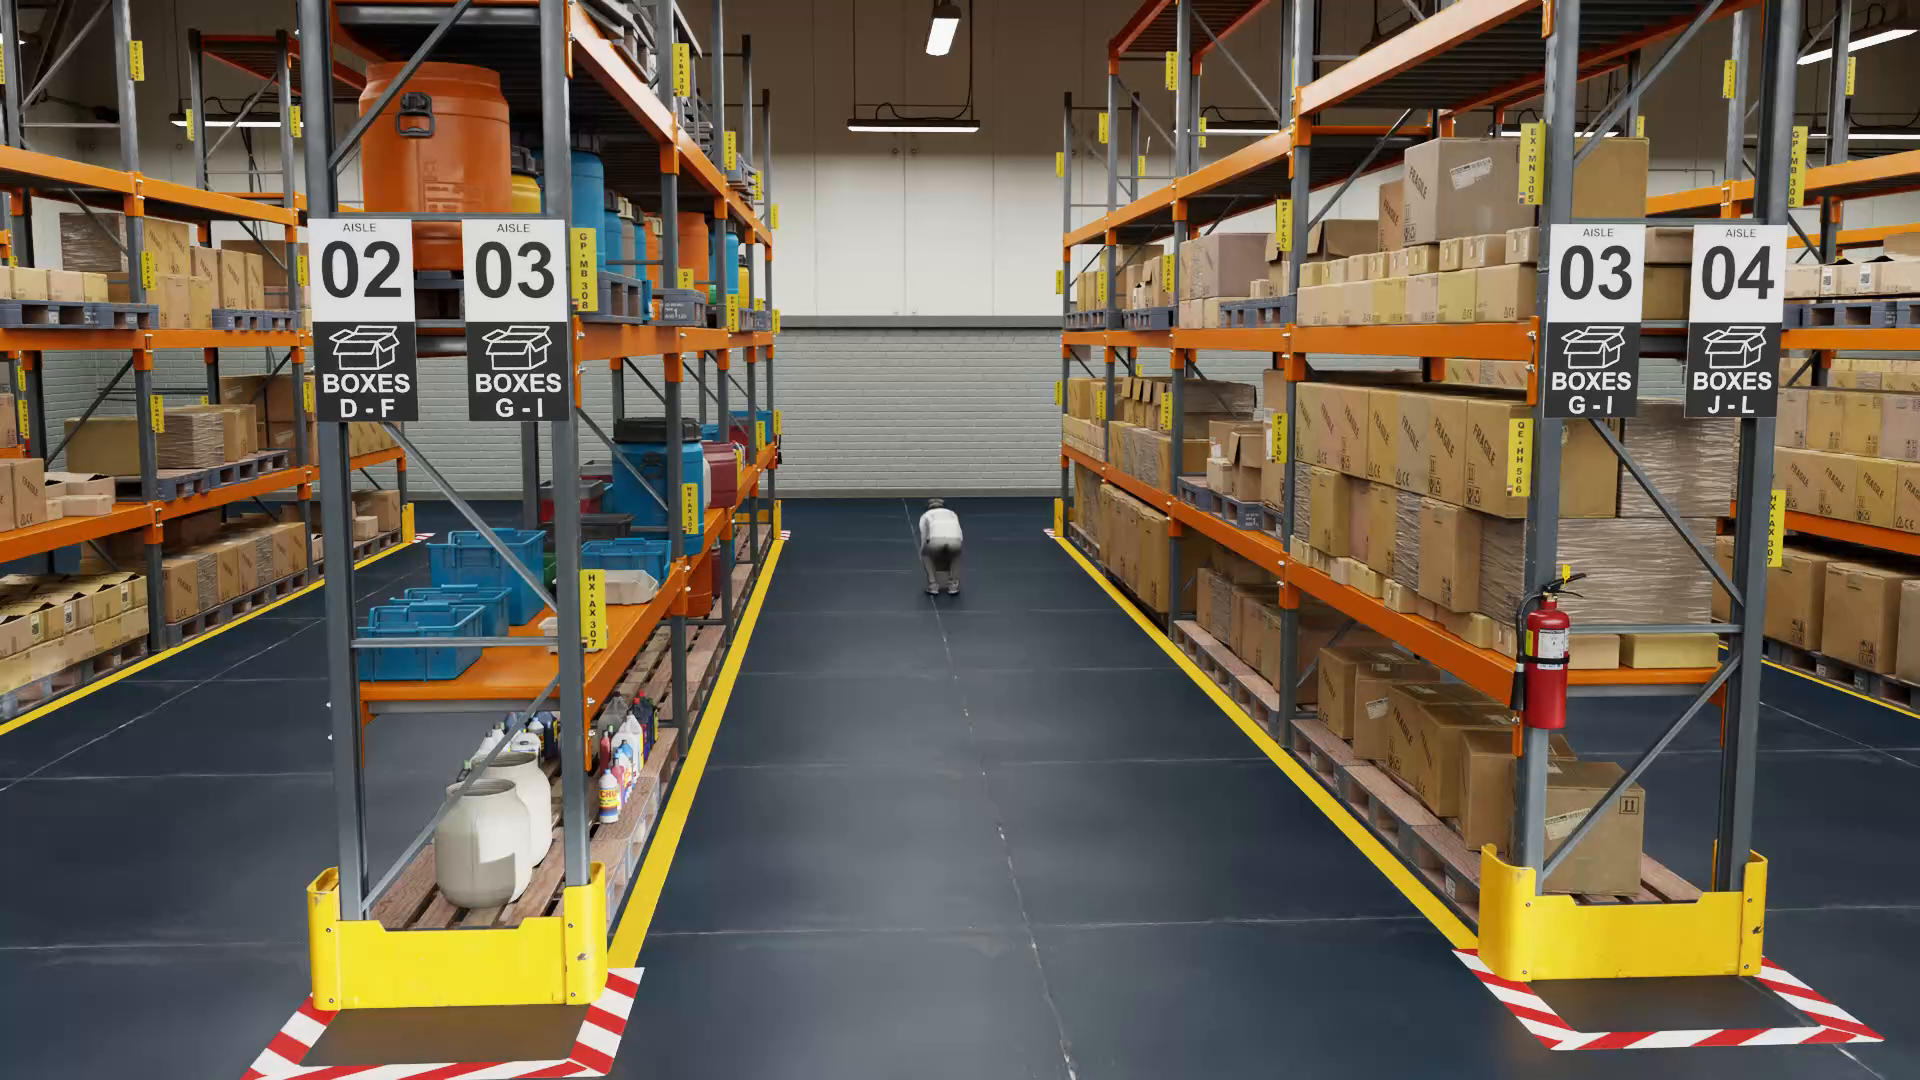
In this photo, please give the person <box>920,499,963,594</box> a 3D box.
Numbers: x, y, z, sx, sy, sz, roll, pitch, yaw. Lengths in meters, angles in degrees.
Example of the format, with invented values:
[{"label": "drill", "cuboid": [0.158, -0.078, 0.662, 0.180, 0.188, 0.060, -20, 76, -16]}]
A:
[{"label": "person", "cuboid": [-0.201, 0.074, 17.954, 0.453, 0.989, 0.899, -1, 7, -6]}]
